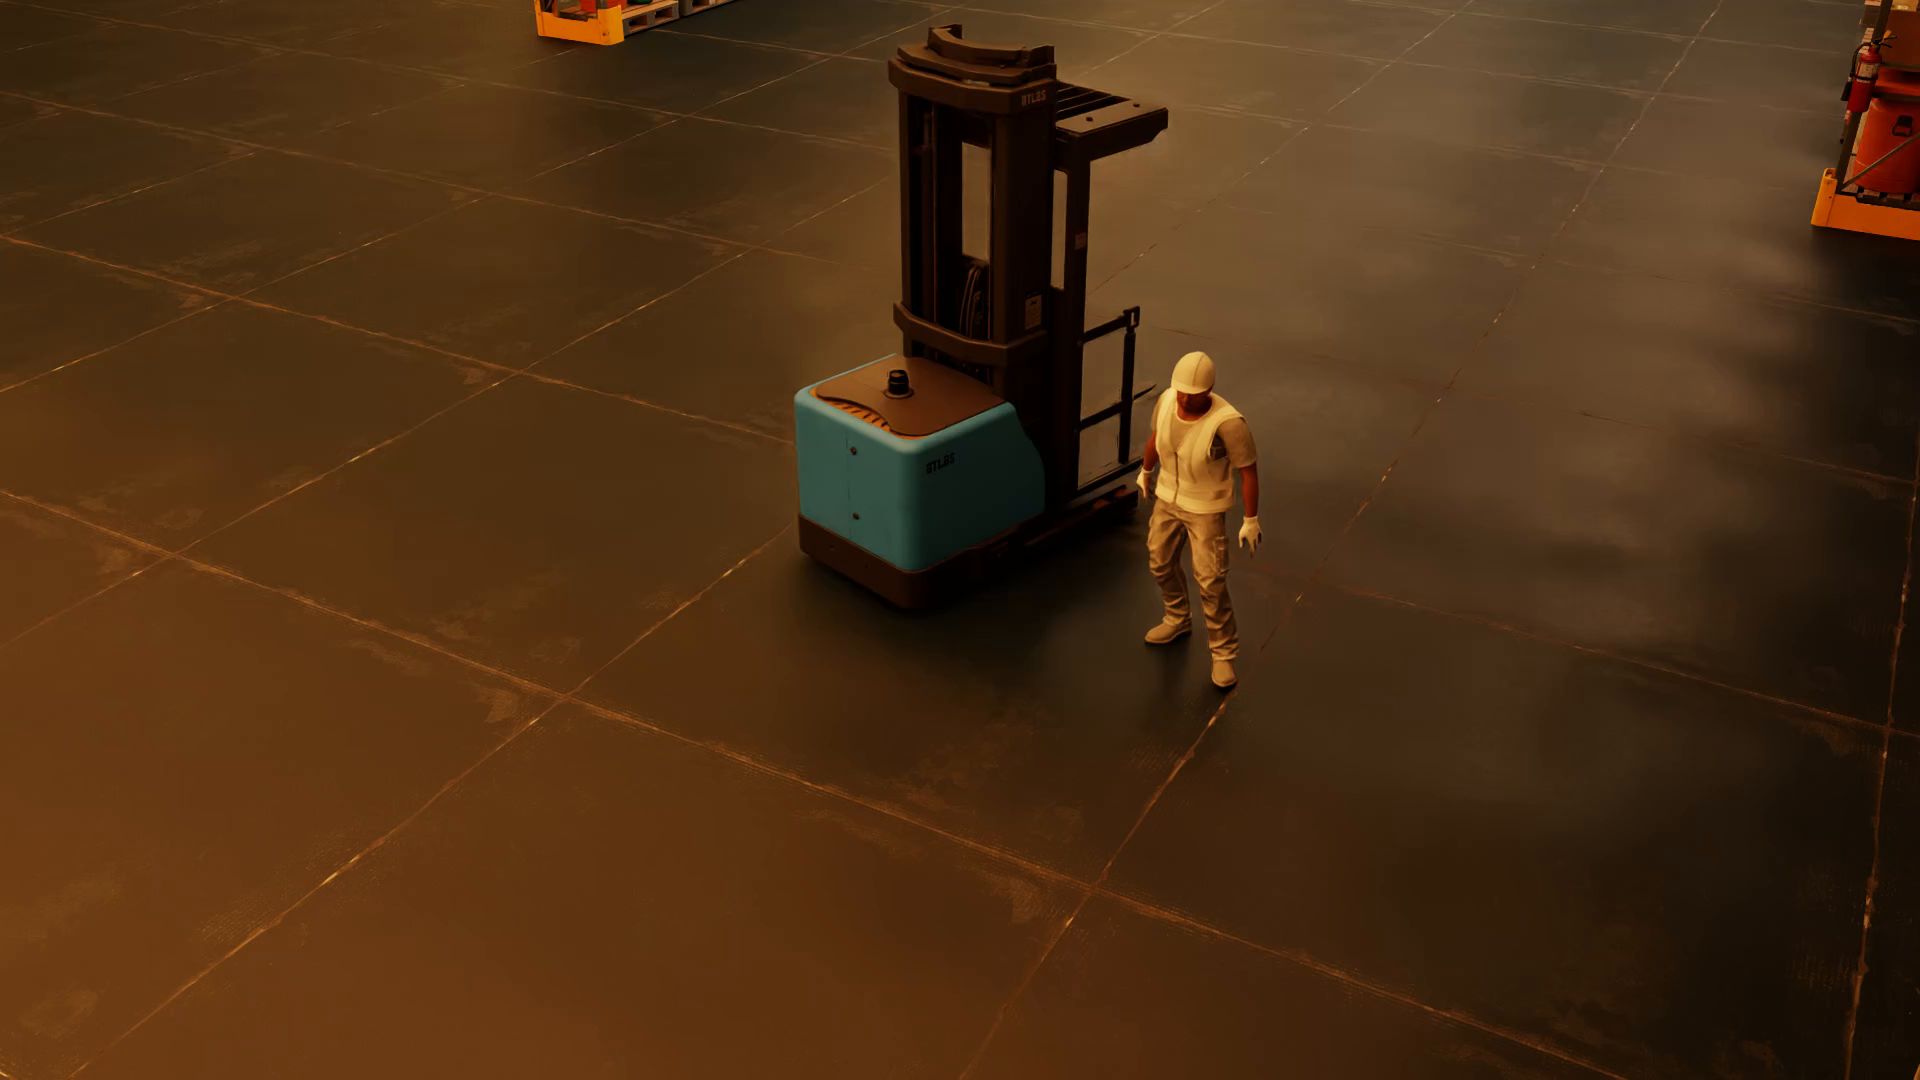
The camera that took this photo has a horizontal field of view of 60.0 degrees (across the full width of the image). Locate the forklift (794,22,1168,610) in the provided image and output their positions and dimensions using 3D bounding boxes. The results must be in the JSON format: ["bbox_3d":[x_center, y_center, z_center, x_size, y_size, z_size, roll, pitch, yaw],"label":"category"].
[{"bbox_3d":[0.457,-1.516,9.698,3.031,2.935,1.130,-26,39,-37],"label":"forklift"}]

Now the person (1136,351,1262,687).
[{"bbox_3d":[1.191,-0.172,8.556,0.438,1.746,0.866,-26,39,-37],"label":"person"}]
